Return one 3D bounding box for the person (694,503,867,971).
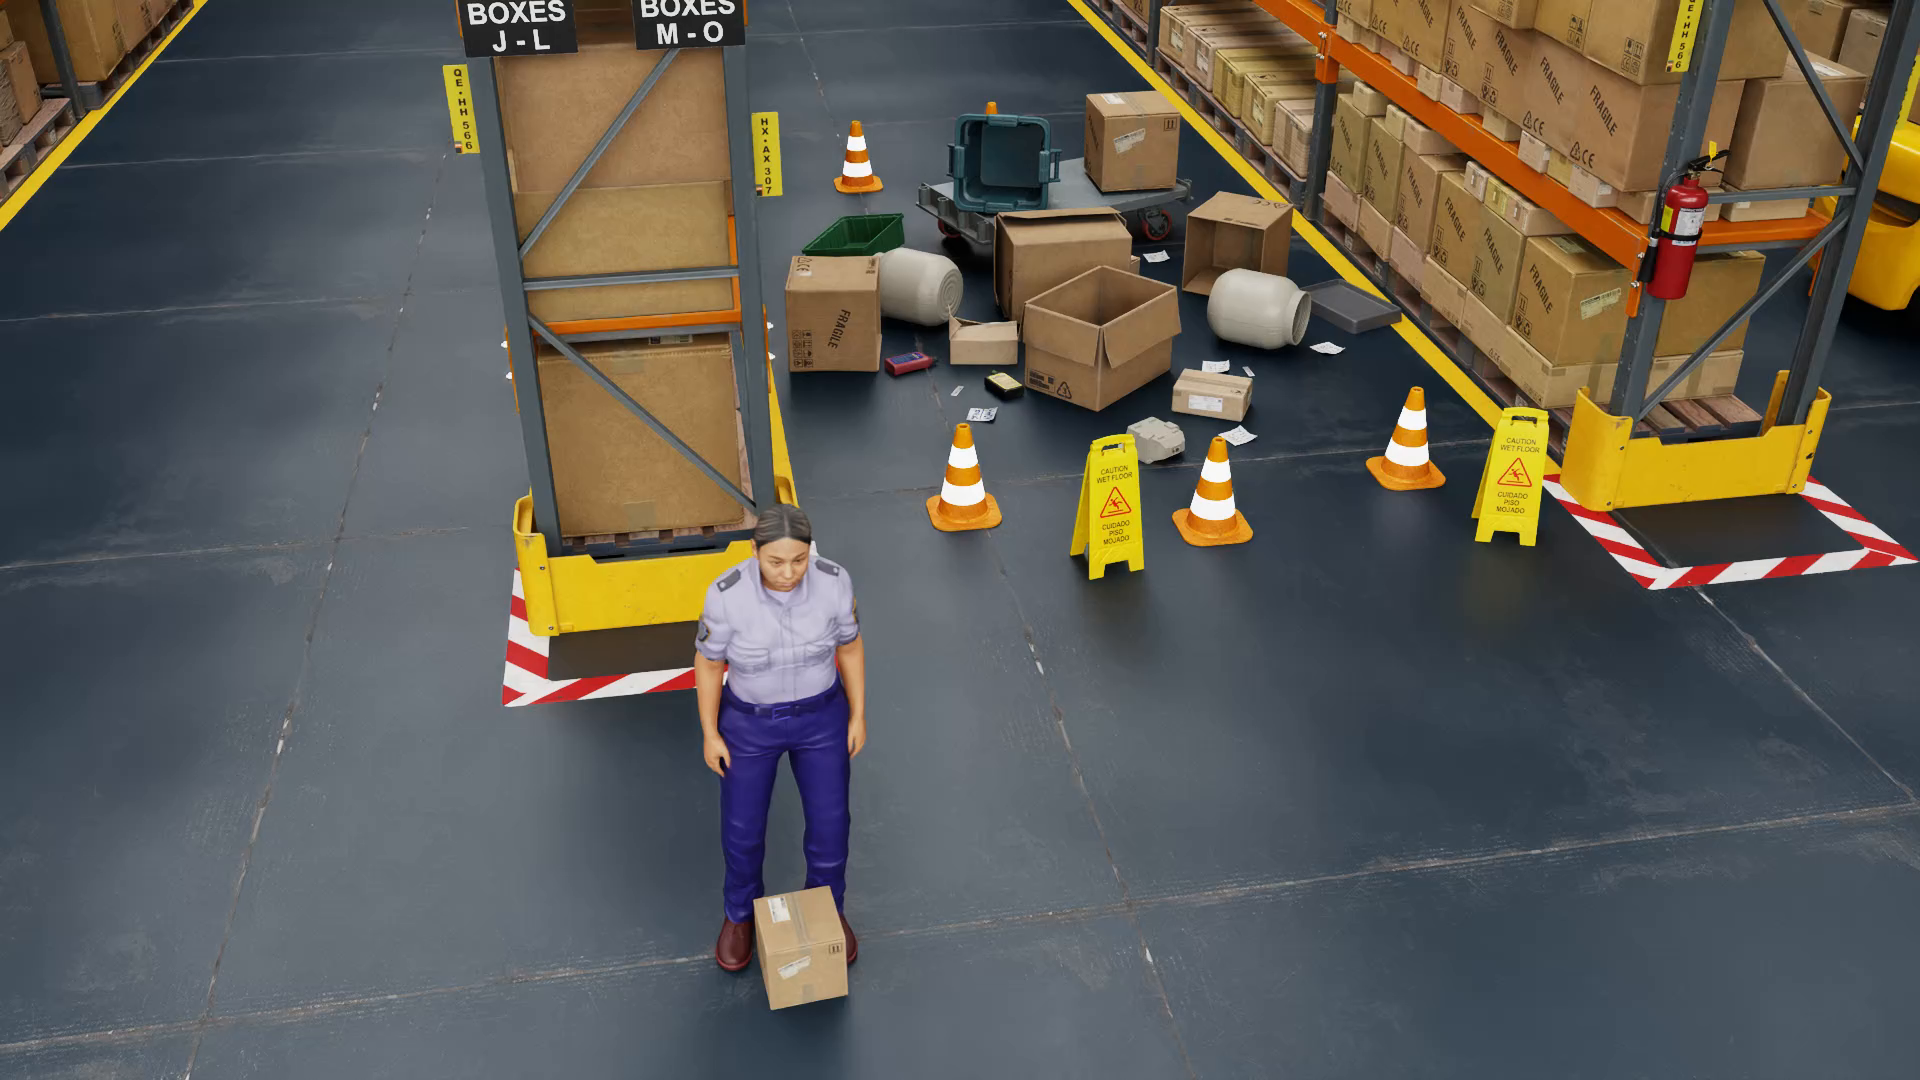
[{"bbox_3d":[-0.548,0.598,5.141,0.551,1.650,0.425,-7,32,-11],"label":"person"}]
